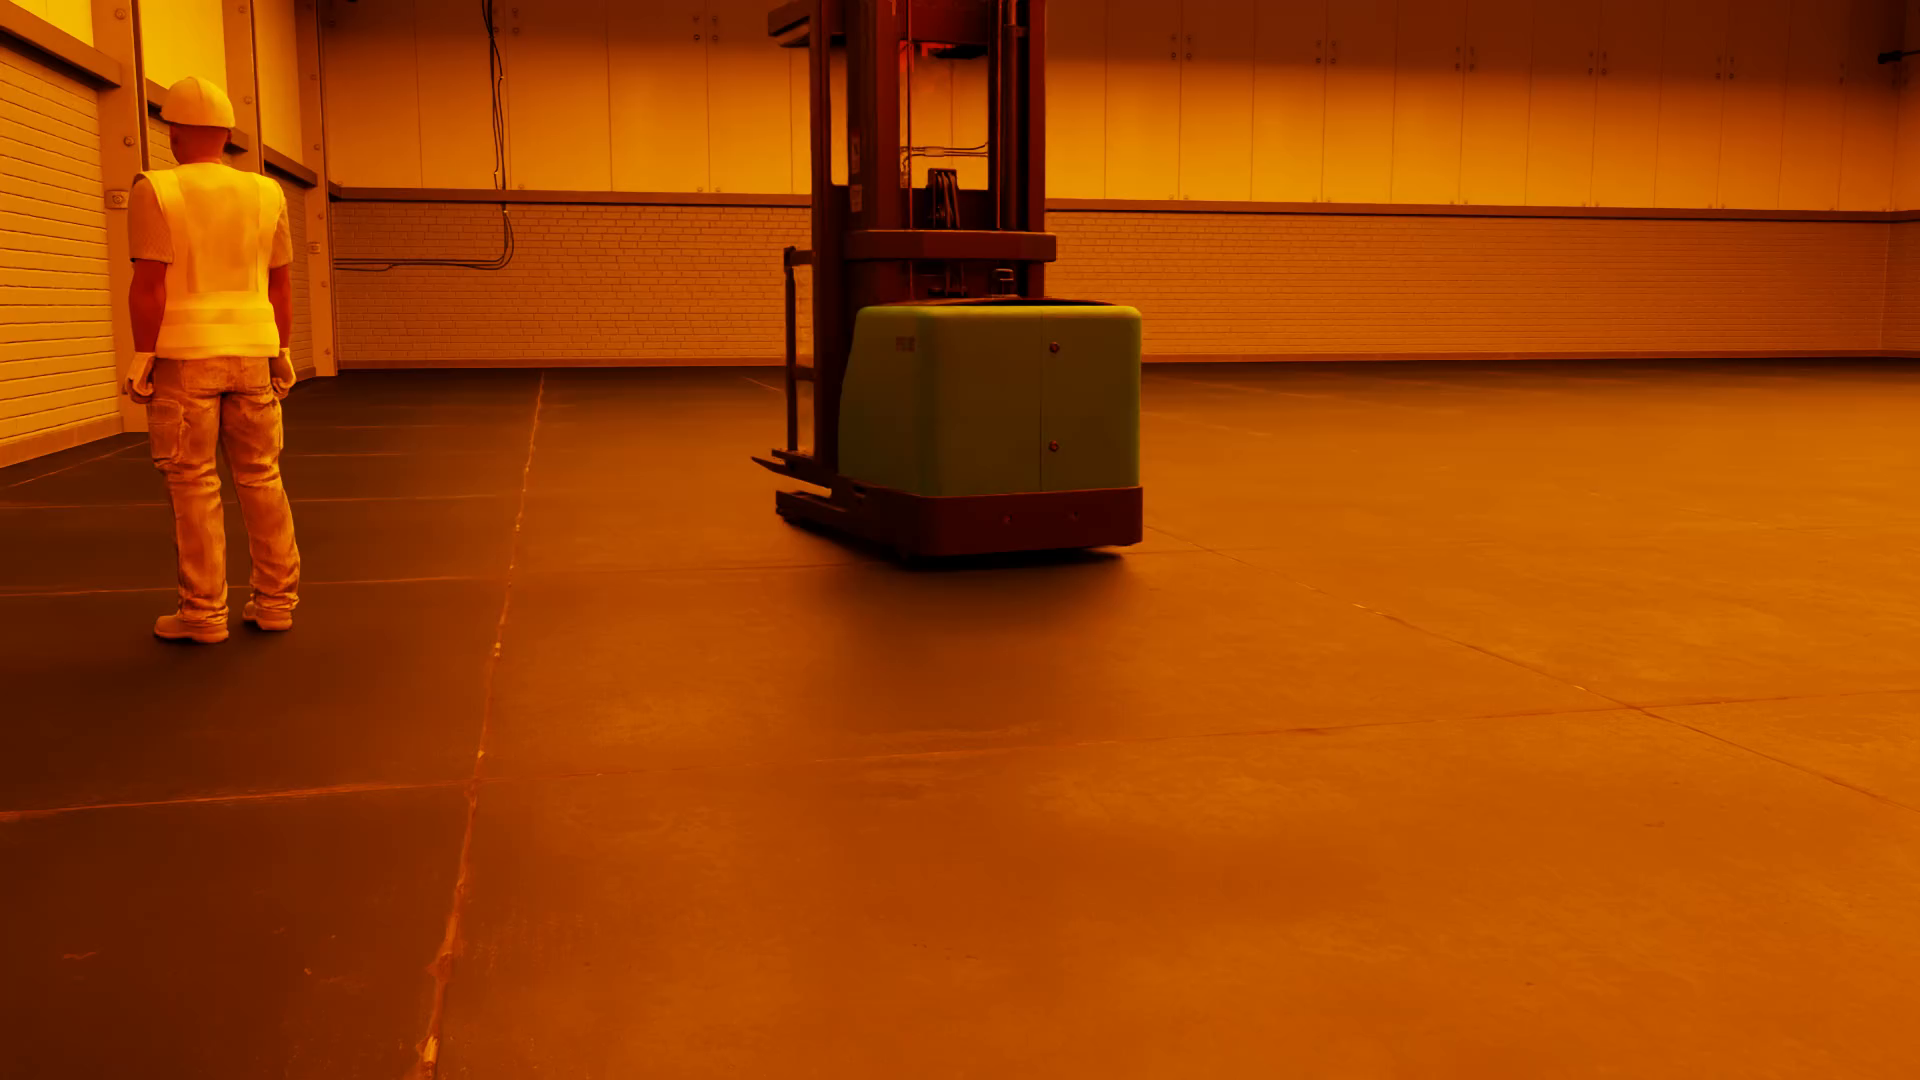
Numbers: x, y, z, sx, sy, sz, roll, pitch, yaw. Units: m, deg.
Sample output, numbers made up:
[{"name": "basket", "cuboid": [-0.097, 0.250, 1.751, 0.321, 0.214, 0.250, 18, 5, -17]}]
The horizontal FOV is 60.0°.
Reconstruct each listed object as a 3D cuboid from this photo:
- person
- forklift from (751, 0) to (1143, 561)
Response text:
[{"name": "person", "cuboid": [-2.430, -0.576, 5.381, 0.369, 1.790, 0.547, 6, 10, 37]}, {"name": "forklift", "cuboid": [-0.274, -1.532, 8.078, 1.130, 2.935, 3.031, -4, 9, -24]}]
